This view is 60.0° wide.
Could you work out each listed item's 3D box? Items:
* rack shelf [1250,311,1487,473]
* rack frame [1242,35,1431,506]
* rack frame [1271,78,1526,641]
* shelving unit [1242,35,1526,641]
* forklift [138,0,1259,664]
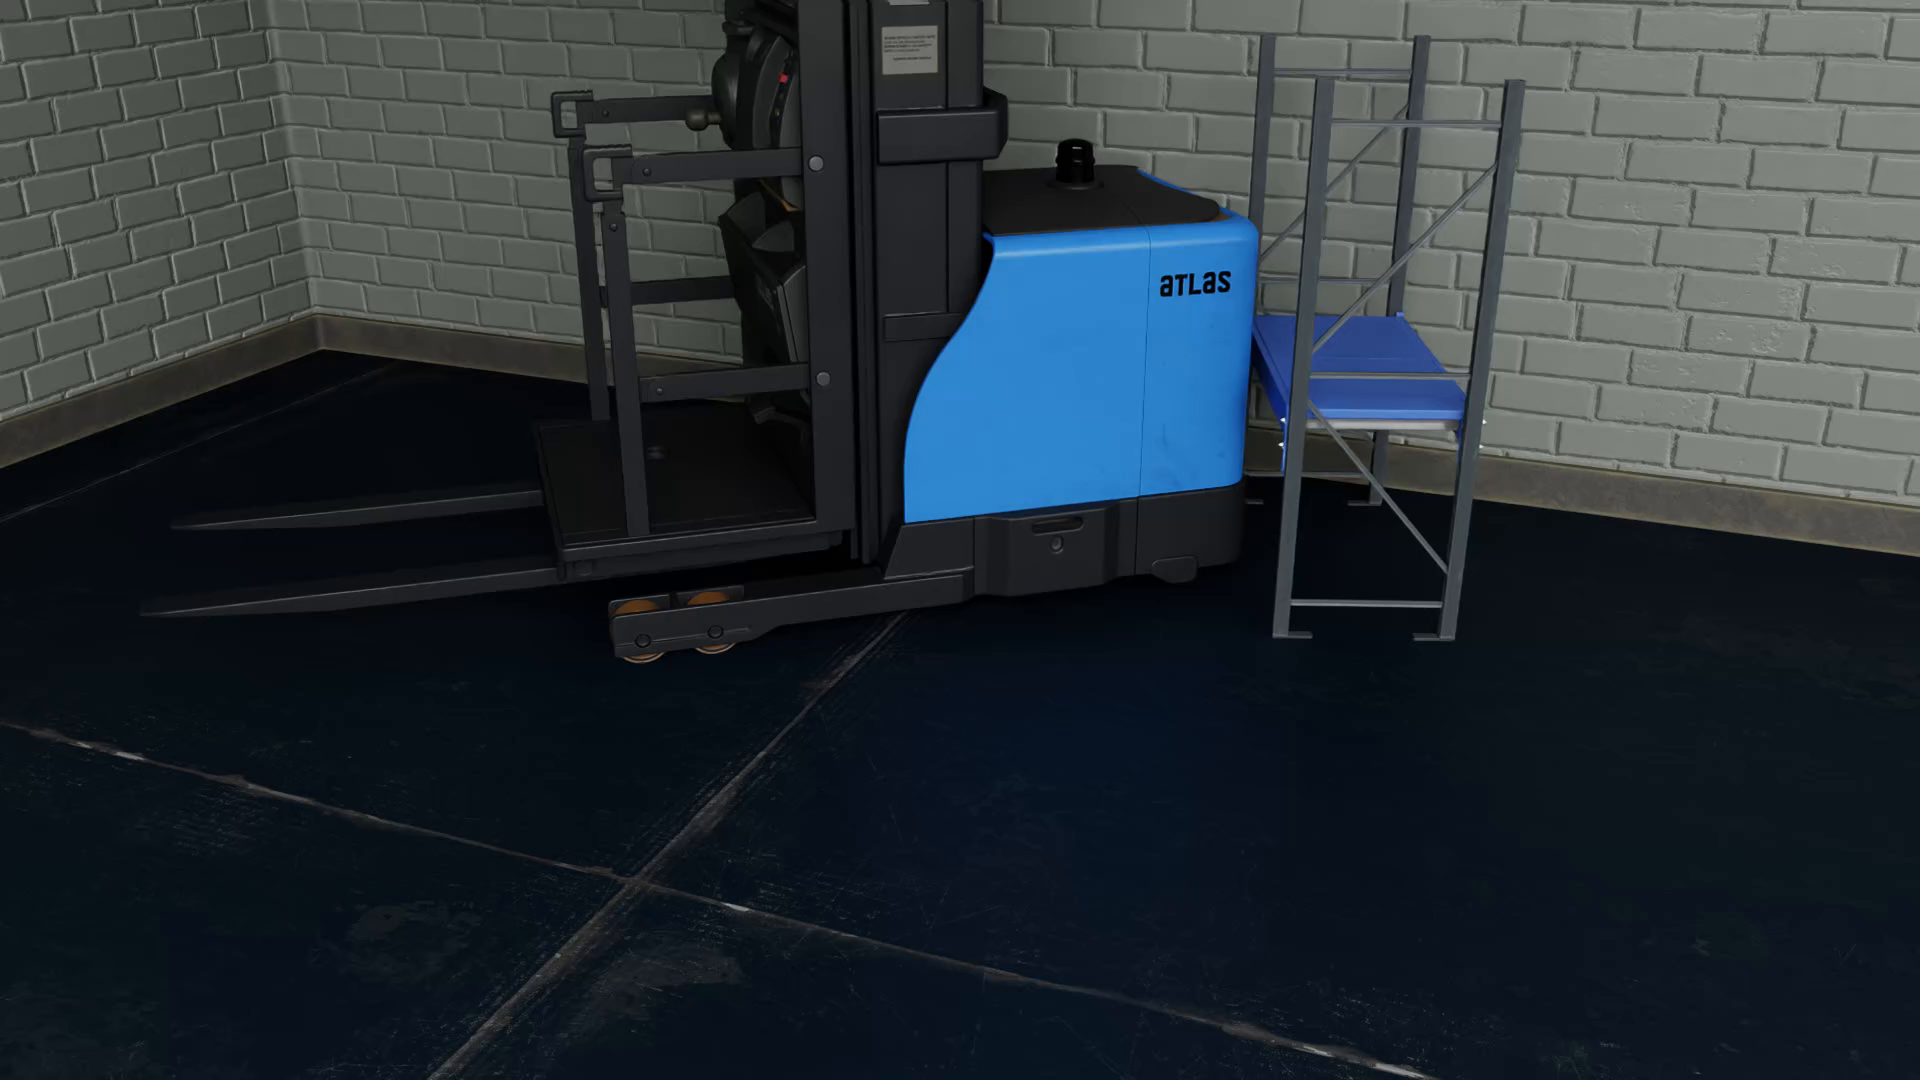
[{"bbox_3d":[1.132,-0.453,4.854,0.538,0.185,1.000,1,23,2],"label":"rack shelf"},{"bbox_3d":[1.150,-0.814,5.254,0.500,1.500,0.032,1,23,2],"label":"rack frame"},{"bbox_3d":[1.114,-0.423,4.316,0.500,1.500,0.032,1,23,2],"label":"rack frame"},{"bbox_3d":[1.132,-0.619,4.785,0.538,1.500,1.048,1,23,2],"label":"shelving unit"},{"bbox_3d":[-0.733,-1.249,4.437,3.031,2.935,1.130,-7,24,-16],"label":"forklift"}]
